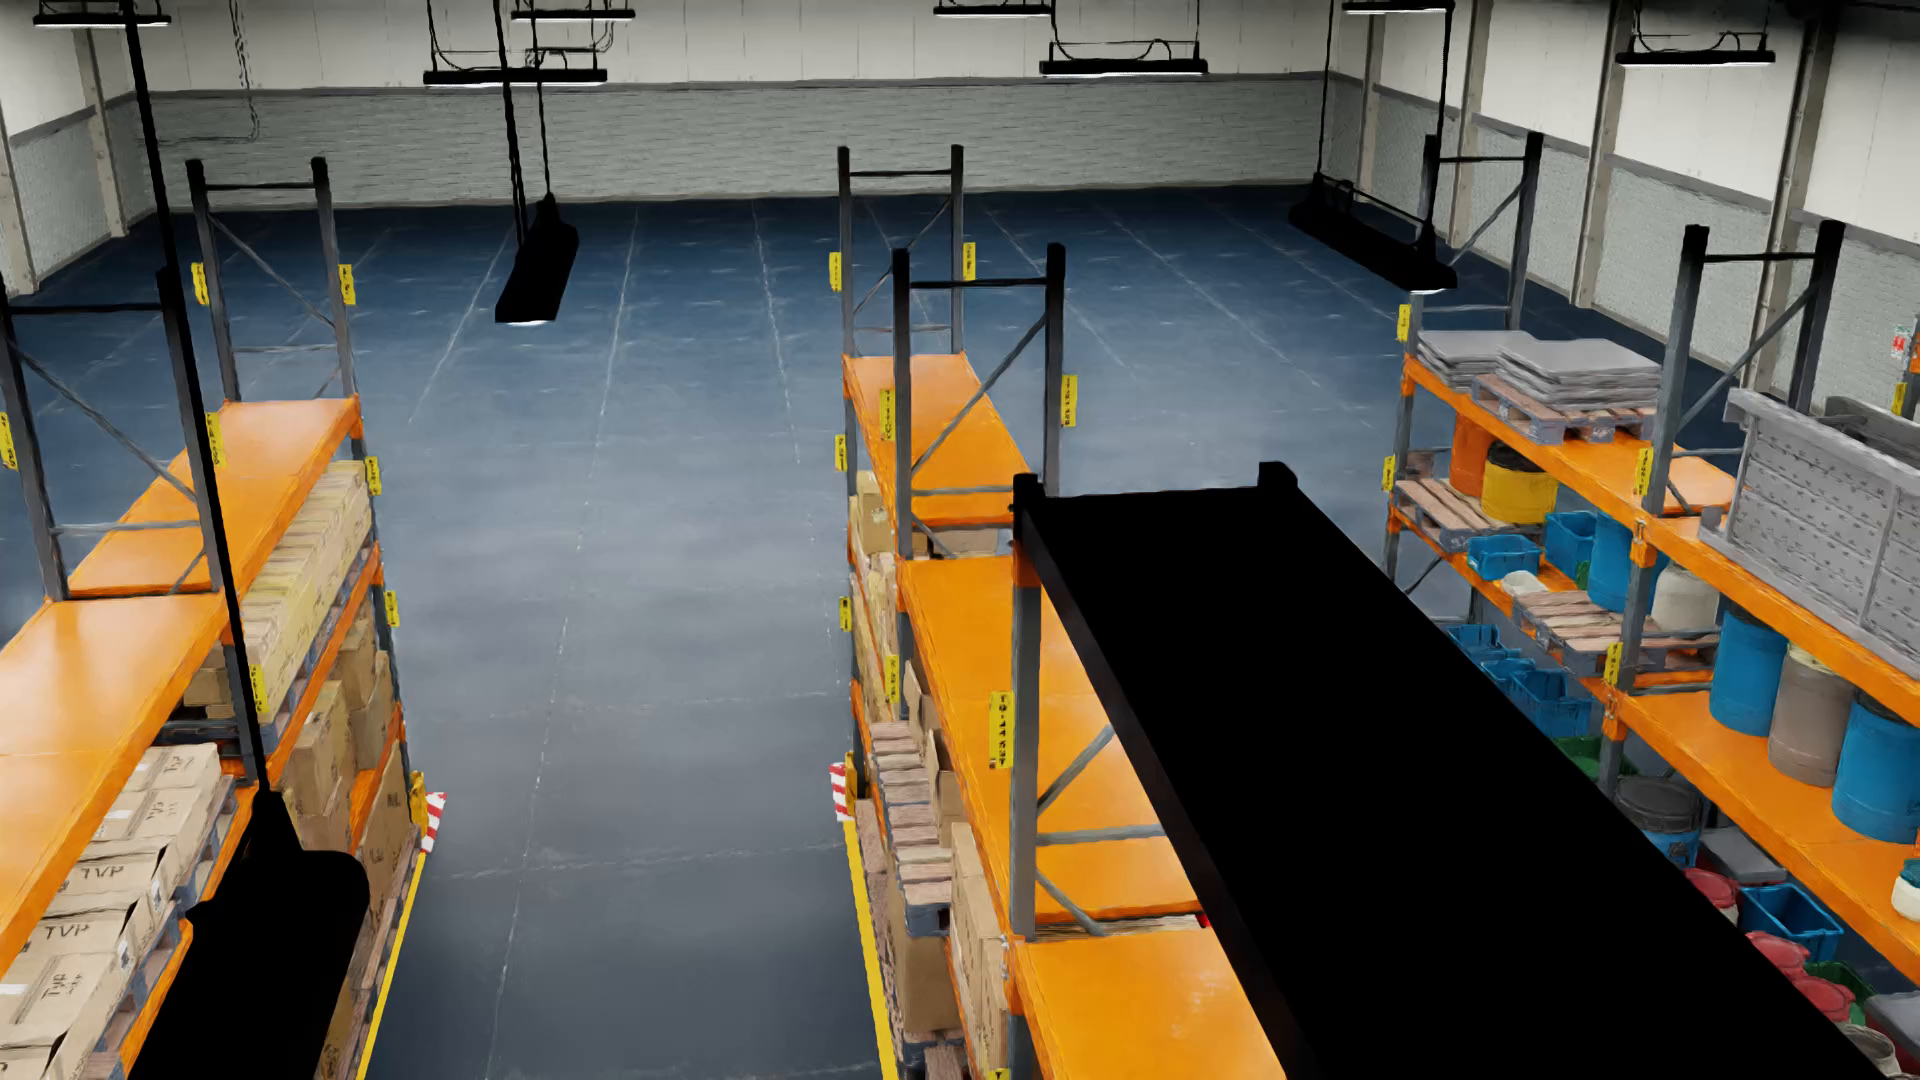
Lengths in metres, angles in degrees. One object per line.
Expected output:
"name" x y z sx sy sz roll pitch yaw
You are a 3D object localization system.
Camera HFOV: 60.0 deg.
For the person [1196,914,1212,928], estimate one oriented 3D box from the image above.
"person" 1.641 3.166 11.178 0.577 1.785 0.655 9 23 21
